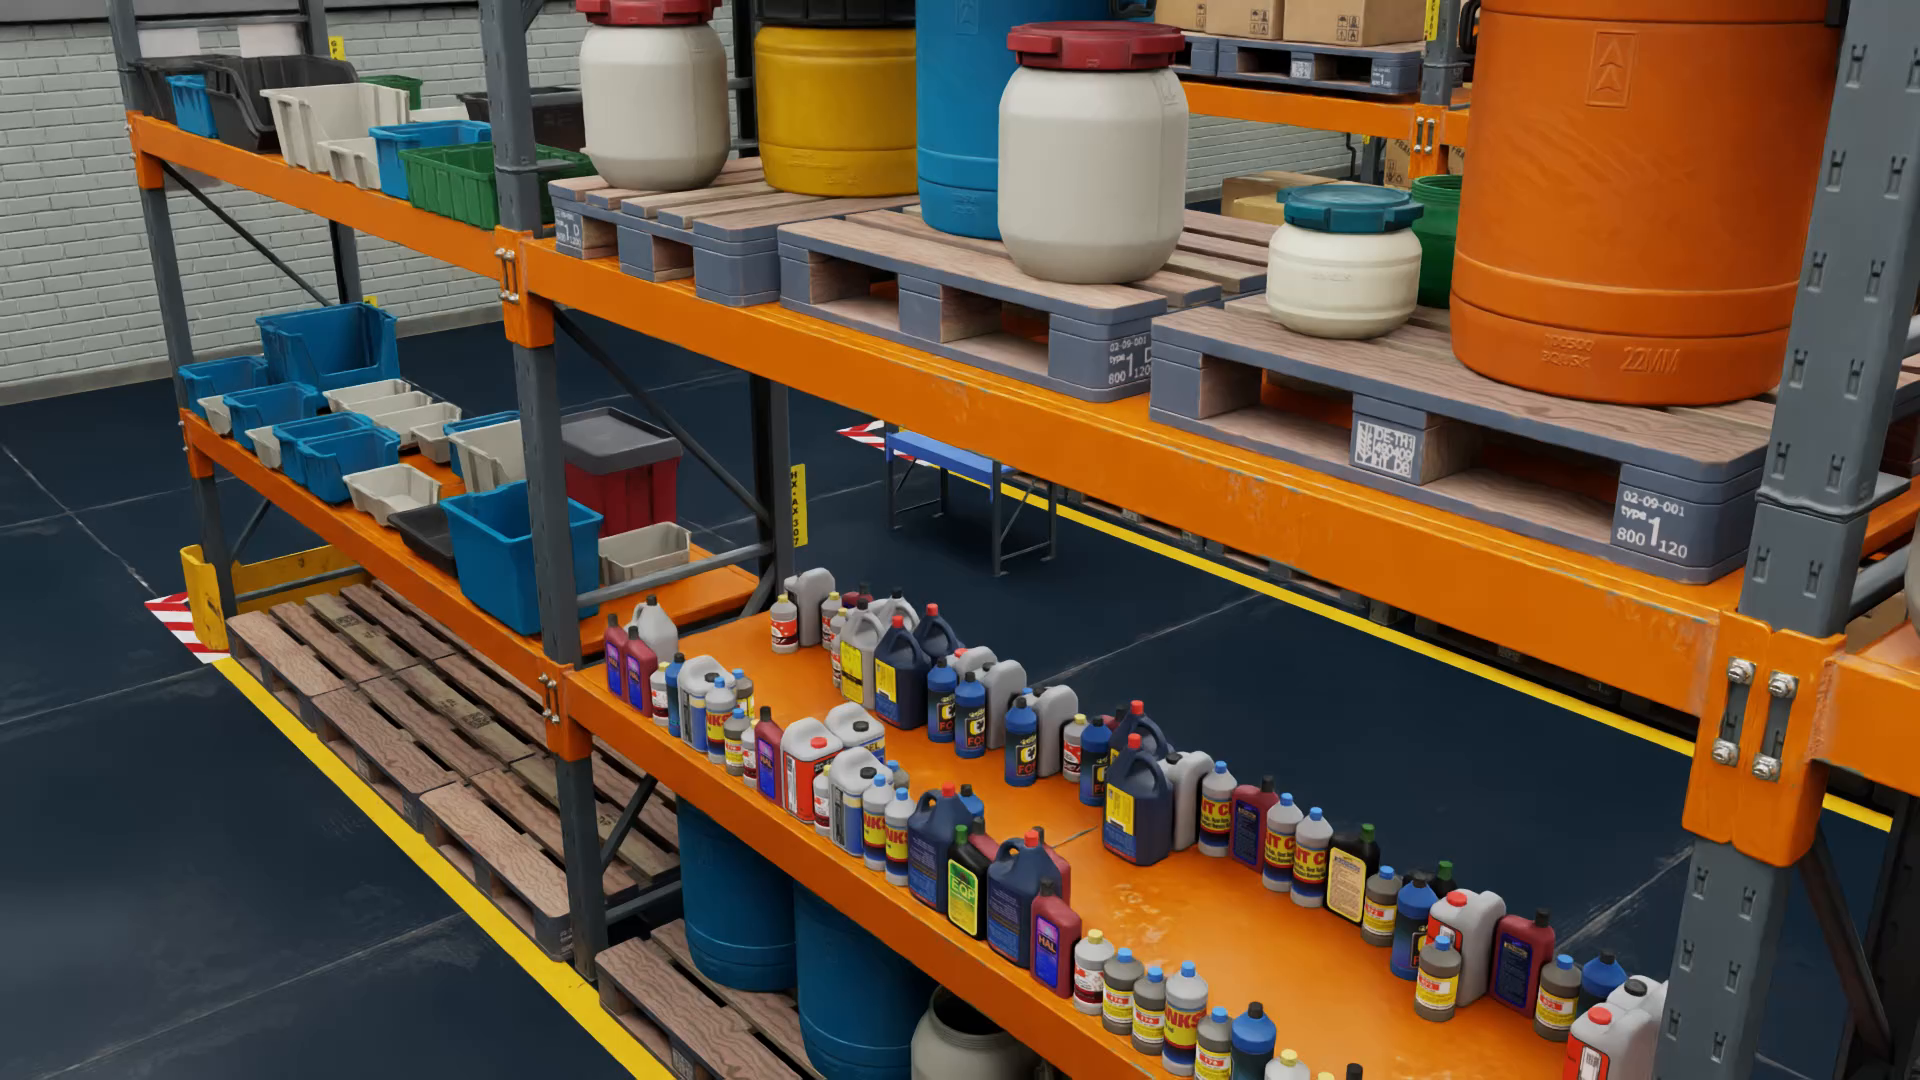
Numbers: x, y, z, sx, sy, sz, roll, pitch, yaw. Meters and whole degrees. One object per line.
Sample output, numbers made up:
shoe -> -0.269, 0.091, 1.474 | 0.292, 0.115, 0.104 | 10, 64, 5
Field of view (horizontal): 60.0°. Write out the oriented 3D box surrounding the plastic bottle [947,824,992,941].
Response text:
plastic bottle -> 0.026, 0.879, 4.286 | 0.061, 0.283, 0.133 | -17, 27, -37

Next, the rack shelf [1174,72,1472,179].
rack shelf -> 1.403, -2.660, 10.035 | 1.077, 0.370, 4.000 | -17, 27, -37

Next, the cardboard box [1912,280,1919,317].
cardboard box -> 3.989, -1.024, 7.473 | 0.797, 0.503, 0.637 | -16, 27, -36

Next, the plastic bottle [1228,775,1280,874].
plastic bottle -> 0.810, 0.767, 4.574 | 0.061, 0.283, 0.133 | -17, 27, -37

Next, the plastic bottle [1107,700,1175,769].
plastic bottle -> 0.523, 0.637, 4.812 | 0.144, 0.351, 0.185 | -17, 27, -37

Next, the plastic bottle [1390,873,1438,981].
plastic bottle -> 1.127, 0.950, 4.121 | 0.097, 0.271, 0.097 | 0, 21, 0

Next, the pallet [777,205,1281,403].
pallet -> 0.285, -0.669, 4.225 | 1.003, 0.211, 1.213 | -17, 27, -37

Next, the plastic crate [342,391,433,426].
plastic crate -> -2.807, -0.611, 8.210 | 0.396, 0.136, 0.243 | -17, 27, -37

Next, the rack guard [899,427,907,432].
rack guard -> 0.082, -0.993, 12.334 | 1.175, 0.500, 0.348 | -17, 27, -37

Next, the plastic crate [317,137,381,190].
plastic crate -> -2.162, -1.401, 6.197 | 0.293, 0.136, 0.466 | -17, 27, -37

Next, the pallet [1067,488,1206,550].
pallet -> 1.471, -0.313, 10.994 | 1.003, 0.211, 1.213 | -17, 27, -37

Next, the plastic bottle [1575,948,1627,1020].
plastic bottle -> 1.475, 1.064, 3.832 | 0.097, 0.271, 0.097 | 0, 21, 0

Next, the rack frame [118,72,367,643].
rack frame -> -3.655, -0.971, 8.851 | 1.000, 3.000, 0.127 | -17, 27, -37

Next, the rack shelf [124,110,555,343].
rack shelf -> -2.349, -1.481, 7.025 | 1.077, 0.370, 4.000 | -17, 27, -37

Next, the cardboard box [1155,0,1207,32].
cardboard box -> 1.571, -3.260, 9.732 | 0.700, 0.500, 0.500 | -16, 26, -35

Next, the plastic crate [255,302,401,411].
plastic crate -> -3.295, -0.968, 8.711 | 0.616, 0.435, 0.499 | -17, 27, -37

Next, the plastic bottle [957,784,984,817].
plastic bottle -> 0.017, 0.790, 4.530 | 0.097, 0.271, 0.097 | 0, 21, 0

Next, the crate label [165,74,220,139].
crate label -> -3.297, -1.967, 7.484 | 0.408, 0.251, 0.502 | -17, 27, -37

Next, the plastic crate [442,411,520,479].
plastic crate -> -2.120, -0.415, 7.578 | 0.416, 0.233, 0.300 | -17, 27, -37

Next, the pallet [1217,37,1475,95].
pallet -> 2.183, -2.629, 9.093 | 1.003, 0.211, 1.213 | -17, 27, -37

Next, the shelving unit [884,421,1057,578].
shelving unit -> 0.056, -0.675, 10.150 | 0.538, 1.500, 1.048 | -17, 27, -37

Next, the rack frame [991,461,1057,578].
rack frame -> 0.388, -0.534, 9.792 | 0.500, 1.500, 0.032 | -17, 27, -37

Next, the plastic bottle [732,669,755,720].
plastic bottle -> -0.709, 0.511, 5.339 | 0.097, 0.201, 0.097 | 0, 21, 0

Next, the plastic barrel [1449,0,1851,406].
plastic barrel -> 1.199, -0.711, 2.908 | 0.600, 0.830, 0.708 | -17, 27, -37

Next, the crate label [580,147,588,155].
crate label -> -1.144, -1.344, 6.051 | 0.293, 0.136, 0.466 | -17, 27, -37

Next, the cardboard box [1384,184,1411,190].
cardboard box -> 3.884, -3.019, 14.423 | 0.380, 0.149, 0.250 | -18, 28, -38

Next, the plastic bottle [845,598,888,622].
plastic bottle -> -0.303, 0.324, 5.713 | 0.152, 0.276, 0.135 | -17, 27, -37

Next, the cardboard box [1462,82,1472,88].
cardboard box -> 4.347, -3.629, 13.720 | 0.500, 0.500, 0.500 | -16, 27, -36

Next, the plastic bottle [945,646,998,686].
plastic bottle -> 0.026, 0.464, 5.357 | 0.152, 0.276, 0.135 | -17, 27, -37

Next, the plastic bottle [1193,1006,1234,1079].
plastic bottle -> 0.577, 1.140, 3.732 | 0.097, 0.201, 0.097 | 0, 21, 0

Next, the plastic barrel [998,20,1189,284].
plastic barrel -> 0.296, -0.871, 3.719 | 0.433, 0.535, 0.433 | 0, 21, 0

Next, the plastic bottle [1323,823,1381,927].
plastic bottle -> 1.024, 0.857, 4.342 | 0.061, 0.283, 0.133 | -17, 27, -37

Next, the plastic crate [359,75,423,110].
plastic crate -> -2.794, -2.065, 7.821 | 0.450, 0.188, 0.336 | -17, 27, -37

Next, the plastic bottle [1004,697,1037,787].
plastic bottle -> 0.183, 0.602, 5.011 | 0.097, 0.271, 0.097 | 0, 21, 0

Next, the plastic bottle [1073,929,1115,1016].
plastic bottle -> 0.323, 1.033, 4.006 | 0.097, 0.201, 0.097 | 0, 21, 0

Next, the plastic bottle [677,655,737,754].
plastic bottle -> -0.791, 0.511, 5.236 | 0.152, 0.276, 0.135 | -17, 27, -37

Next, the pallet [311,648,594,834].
pallet -> -2.354, 0.901, 7.894 | 1.003, 0.211, 1.213 | -17, 27, -37

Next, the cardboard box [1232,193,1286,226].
cardboard box -> 1.882, -1.666, 9.394 | 0.500, 0.500, 0.500 | -17, 27, -37

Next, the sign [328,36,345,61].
sign -> -3.248, -2.455, 8.669 | 0.100, 0.325, 0.005 | -17, 27, -37

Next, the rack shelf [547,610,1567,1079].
rack shelf -> 0.262, 1.021, 4.750 | 1.077, 0.370, 4.000 | -17, 27, -37

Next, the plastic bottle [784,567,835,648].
plastic bottle -> -0.541, 0.223, 5.971 | 0.152, 0.276, 0.135 | -17, 27, -37

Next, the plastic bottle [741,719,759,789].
plastic bottle -> -0.609, 0.638, 5.014 | 0.097, 0.201, 0.097 | 0, 21, 0

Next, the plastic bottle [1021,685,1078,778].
plastic bottle -> 0.265, 0.565, 5.099 | 0.152, 0.276, 0.135 | -17, 27, -37

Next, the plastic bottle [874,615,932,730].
plastic bottle -> -0.184, 0.418, 5.371 | 0.144, 0.351, 0.185 | -17, 27, -37

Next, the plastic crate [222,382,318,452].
plastic crate -> -3.313, -0.593, 8.032 | 0.416, 0.233, 0.300 | -17, 27, -37

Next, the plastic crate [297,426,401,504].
plastic crate -> -2.687, -0.328, 7.356 | 0.416, 0.233, 0.300 | -17, 27, -37

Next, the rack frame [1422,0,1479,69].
rack frame -> 2.709, -3.839, 7.946 | 1.000, 3.000, 0.127 | -17, 27, -37

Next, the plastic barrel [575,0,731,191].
plastic barrel -> -0.890, -1.317, 4.858 | 0.433, 0.535, 0.433 | 0, 21, 0

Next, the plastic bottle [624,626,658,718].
plastic bottle -> -1.040, 0.428, 5.439 | 0.061, 0.283, 0.133 | -17, 27, -37

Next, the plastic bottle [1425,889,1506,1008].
plastic bottle -> 1.228, 0.972, 4.059 | 0.152, 0.276, 0.135 | -17, 27, -37

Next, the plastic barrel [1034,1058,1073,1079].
plastic barrel -> 0.498, 1.723, 4.703 | 0.600, 0.588, 0.708 | -17, 27, -37

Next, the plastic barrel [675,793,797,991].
plastic barrel -> -0.701, 1.070, 5.942 | 0.600, 0.901, 0.708 | -17, 27, -37

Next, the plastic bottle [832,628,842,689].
plastic bottle -> -0.385, 0.394, 5.638 | 0.097, 0.201, 0.097 | 0, 21, 0

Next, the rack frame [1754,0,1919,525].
rack frame -> 1.567, -1.555, 2.114 | 1.000, 3.000, 0.127 | -17, 27, -37

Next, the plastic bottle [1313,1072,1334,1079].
plastic bottle -> 0.768, 1.221, 3.526 | 0.097, 0.201, 0.097 | 0, 21, 0

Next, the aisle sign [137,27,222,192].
aisle sign -> -3.927, -2.131, 8.247 | 0.394, 0.787, 0.004 | -17, 27, -37

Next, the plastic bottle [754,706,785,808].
plastic bottle -> -0.548, 0.636, 4.906 | 0.061, 0.283, 0.133 | -17, 27, -37

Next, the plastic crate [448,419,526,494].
plastic crate -> -1.901, -0.305, 7.229 | 0.437, 0.282, 0.530 | -17, 27, -37

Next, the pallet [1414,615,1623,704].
pallet -> 3.269, 0.448, 9.050 | 1.003, 0.211, 1.213 | -17, 27, -37

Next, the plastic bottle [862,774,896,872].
plastic bottle -> -0.219, 0.771, 4.580 | 0.097, 0.271, 0.097 | 0, 21, 0
